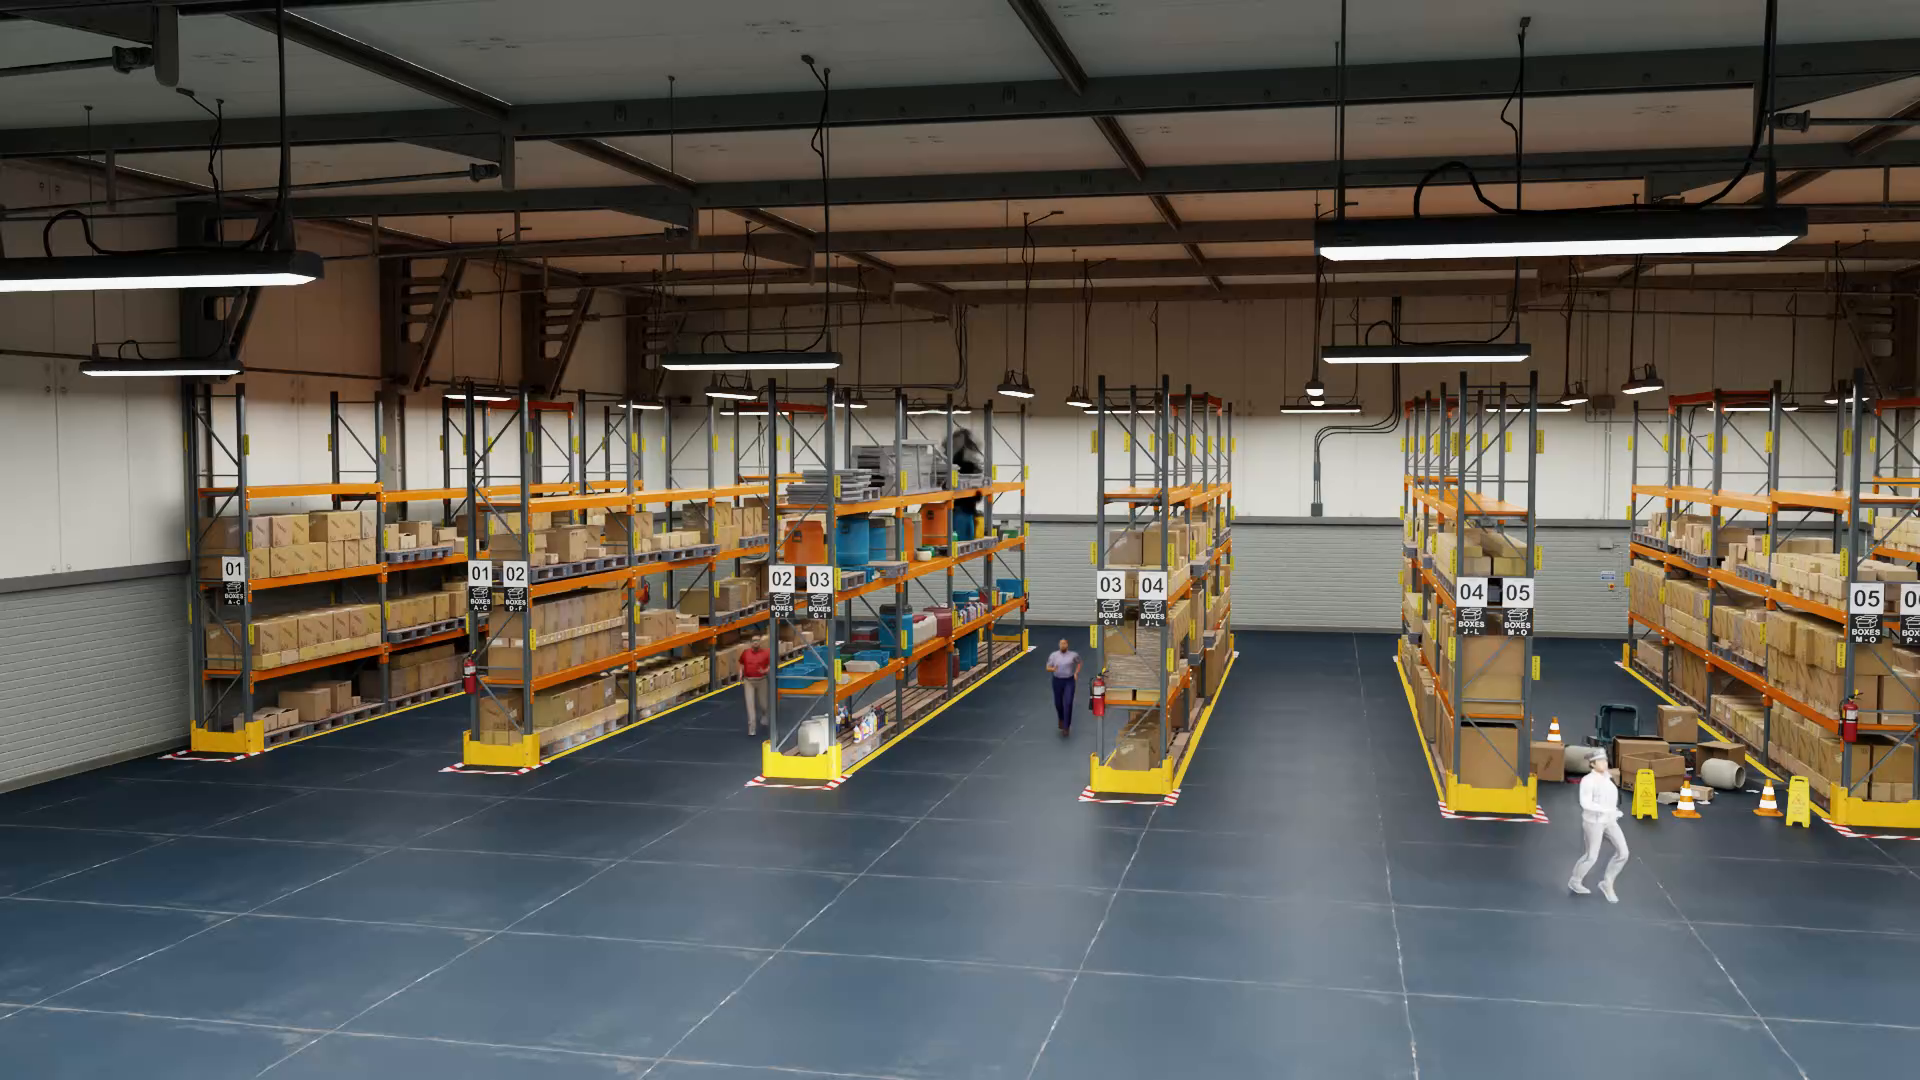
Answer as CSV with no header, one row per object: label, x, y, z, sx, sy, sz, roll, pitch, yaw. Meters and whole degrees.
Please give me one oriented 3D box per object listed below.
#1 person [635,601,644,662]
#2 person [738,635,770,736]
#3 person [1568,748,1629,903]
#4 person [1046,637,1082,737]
person,-6.968,2.132,35.846,0.580,1.660,0.557,0,3,4
person,-3.540,2.500,28.868,0.676,1.692,0.865,0,3,0
person,7.028,3.125,18.282,0.616,1.716,0.683,-2,4,-29
person,1.785,2.504,28.734,0.602,1.645,0.913,1,3,10
